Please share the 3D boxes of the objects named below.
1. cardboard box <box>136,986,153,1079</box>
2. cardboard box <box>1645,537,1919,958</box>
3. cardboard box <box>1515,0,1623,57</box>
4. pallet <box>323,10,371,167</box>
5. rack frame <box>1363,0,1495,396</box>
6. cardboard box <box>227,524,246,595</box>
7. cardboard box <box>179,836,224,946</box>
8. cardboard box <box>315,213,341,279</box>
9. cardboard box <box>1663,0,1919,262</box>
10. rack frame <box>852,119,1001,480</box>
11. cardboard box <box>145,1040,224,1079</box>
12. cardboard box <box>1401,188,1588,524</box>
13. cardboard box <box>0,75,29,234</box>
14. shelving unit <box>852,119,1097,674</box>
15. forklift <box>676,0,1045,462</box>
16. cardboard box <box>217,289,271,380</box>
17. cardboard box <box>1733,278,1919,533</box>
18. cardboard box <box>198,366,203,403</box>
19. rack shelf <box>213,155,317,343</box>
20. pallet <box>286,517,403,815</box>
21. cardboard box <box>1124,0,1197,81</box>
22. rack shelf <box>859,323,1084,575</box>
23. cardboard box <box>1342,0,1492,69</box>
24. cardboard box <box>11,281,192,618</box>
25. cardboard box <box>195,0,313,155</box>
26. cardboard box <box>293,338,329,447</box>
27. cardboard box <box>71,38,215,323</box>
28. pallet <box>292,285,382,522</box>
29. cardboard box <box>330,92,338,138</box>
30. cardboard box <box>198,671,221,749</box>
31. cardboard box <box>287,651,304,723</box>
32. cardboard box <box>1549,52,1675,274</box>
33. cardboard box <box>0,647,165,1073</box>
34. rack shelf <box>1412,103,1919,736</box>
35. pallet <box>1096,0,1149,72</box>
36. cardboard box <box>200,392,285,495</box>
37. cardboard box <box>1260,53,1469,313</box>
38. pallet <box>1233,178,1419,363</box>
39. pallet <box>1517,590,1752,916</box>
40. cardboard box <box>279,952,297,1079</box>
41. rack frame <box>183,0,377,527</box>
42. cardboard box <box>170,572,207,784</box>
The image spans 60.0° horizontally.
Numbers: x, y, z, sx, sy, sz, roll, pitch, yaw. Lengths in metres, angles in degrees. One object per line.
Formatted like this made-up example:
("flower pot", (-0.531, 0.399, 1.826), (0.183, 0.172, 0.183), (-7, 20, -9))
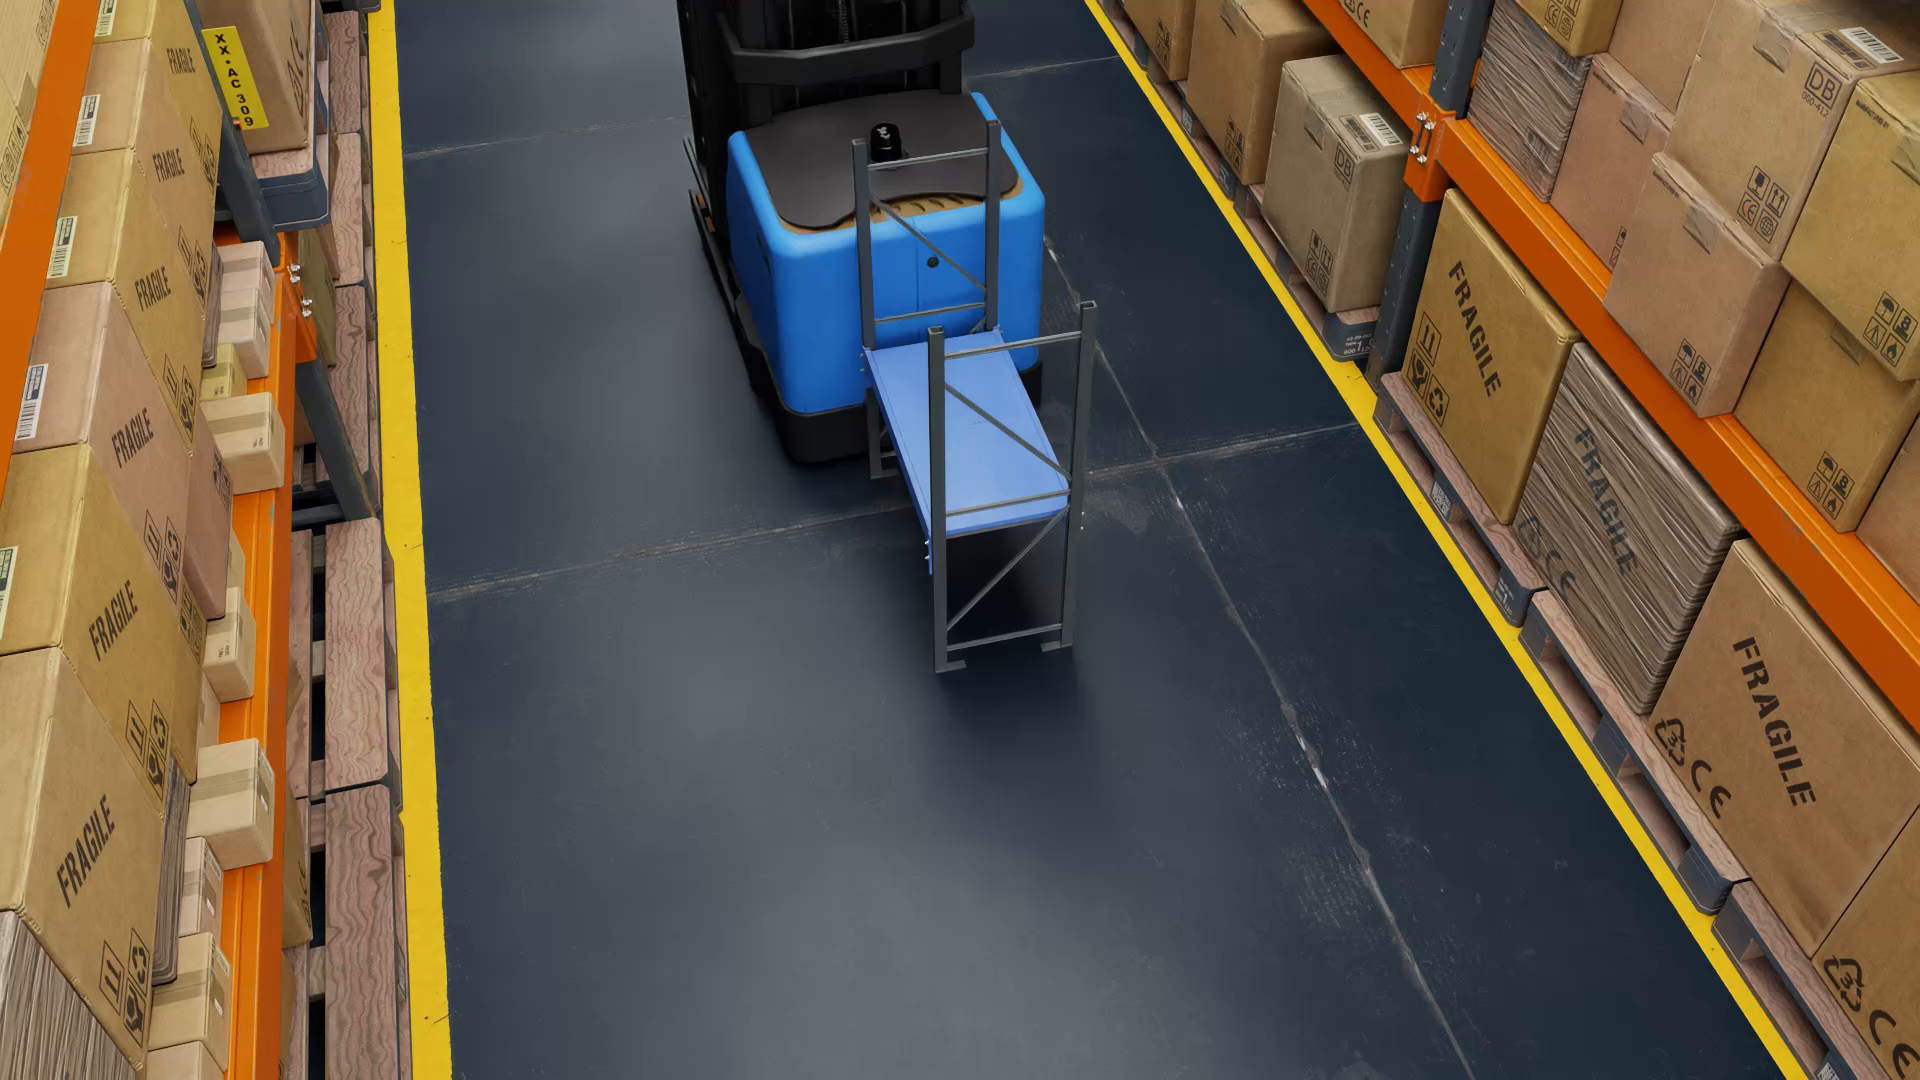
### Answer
("cardboard box", (-1.978, 0.976, 2.915), (0.875, 0.500, 0.500), (-11, 47, -10))
("cardboard box", (2.736, 0.519, 4.834), (0.875, 0.875, 0.875), (-11, 47, -11))
("cardboard box", (2.238, -1.945, 5.195), (0.875, 0.550, 0.550), (-11, 47, -10))
("pallet", (-3.469, -2.184, 8.243), (1.003, 0.211, 1.213), (-11, 47, -10))
("rack frame", (2.177, -1.776, 5.890), (1.000, 3.000, 0.127), (-11, 47, -10))
("cardboard box", (-2.032, 0.116, 4.212), (0.380, 0.149, 0.250), (-11, 47, -10))
("cardboard box", (-1.789, 0.809, 3.533), (0.380, 0.149, 0.250), (-11, 47, -10))
("cardboard box", (-3.028, -1.364, 6.929), (0.700, 0.500, 0.500), (-14, 47, -14))
("cardboard box", (2.497, -1.189, 4.454), (0.875, 0.550, 0.550), (-11, 47, -10))
("rack frame", (-0.108, -0.817, 6.001), (0.500, 1.500, 0.032), (-11, 47, -10))
("cardboard box", (-1.641, 1.150, 3.198), (0.380, 0.149, 0.250), (-11, 47, -10))
("cardboard box", (2.270, -0.732, 6.061), (0.875, 0.875, 0.875), (-10, 46, -10))
("cardboard box", (-1.892, -0.610, 2.753), (0.500, 0.250, 0.500), (-9, 46, -9))
("shelving unit", (0.022, -0.466, 5.657), (0.538, 1.500, 1.048), (-11, 47, -10))
("forklift", (-0.601, -2.401, 6.551), (1.130, 2.935, 3.031), (-13, 47, -12))
("cardboard box", (-2.250, -0.582, 4.896), (0.380, 0.149, 0.250), (-11, 47, -10))
("cardboard box", (2.703, -0.458, 4.494), (0.875, 0.550, 0.500), (-11, 47, -10))
("cardboard box", (-2.494, -0.404, 4.267), (0.875, 0.500, 0.500), (-11, 47, -10))
("rack shelf", (-3.156, -2.068, 6.680), (1.077, 0.370, 4.000), (-11, 47, -10))
("pallet", (-2.437, 0.495, 5.617), (1.003, 0.211, 1.213), (-11, 47, -10))
("cardboard box", (1.449, -2.857, 8.231), (1.050, 0.750, 0.750), (-10, 46, -10))
("rack shelf", (0.022, -0.340, 5.785), (0.538, 0.185, 1.000), (-11, 47, -10))
("cardboard box", (1.785, -2.122, 6.159), (0.500, 0.500, 0.500), (-11, 47, -11))
("cardboard box", (-1.881, -0.131, 3.300), (0.500, 0.500, 0.500), (-11, 47, -10))
("cardboard box", (-2.712, -1.870, 5.268), (1.000, 1.000, 1.000), (-10, 46, -10))
("cardboard box", (-2.780, -0.645, 6.224), (0.700, 0.500, 0.500), (-14, 47, -13))
("cardboard box", (-2.133, -0.822, 3.977), (0.500, 0.500, 0.500), (-11, 47, -10))
("pallet", (-2.844, -0.500, 6.592), (1.003, 0.211, 1.213), (-11, 47, -10))
("cardboard box", (-3.322, -2.140, 7.689), (0.700, 0.500, 0.500), (-14, 47, -14))
("cardboard box", (-1.945, 0.469, 3.866), (0.380, 0.149, 0.250), (-11, 47, -10))
("cardboard box", (-2.426, 0.467, 5.148), (0.500, 0.500, 0.500), (3, 46, 2))
("cardboard box", (2.446, -1.200, 5.221), (0.875, 0.550, 0.550), (-11, 47, -10))
("cardboard box", (-1.618, 0.558, 2.625), (0.500, 0.500, 0.500), (-11, 47, -10))
("rack shelf", (2.689, -0.143, 4.794), (1.077, 0.370, 4.000), (-11, 47, -10))
("pallet", (1.282, -3.003, 9.045), (1.003, 0.211, 1.213), (-11, 47, -10))
("cardboard box", (-2.072, -0.246, 4.567), (0.380, 0.149, 0.250), (-11, 47, -10))
("cardboard box", (1.931, -1.547, 6.947), (1.050, 0.750, 0.750), (-11, 47, -11))
("pallet", (1.907, -1.319, 7.394), (1.003, 0.211, 1.213), (-11, 47, -10))
("pallet", (2.612, 0.584, 5.530), (1.003, 0.211, 1.213), (-11, 47, -10))
("cardboard box", (-2.091, 1.275, 4.357), (0.500, 0.500, 0.500), (-7, 46, -7))
("rack frame", (-2.644, -0.939, 5.070), (1.000, 3.000, 0.127), (-11, 47, -10))
("cardboard box", (-2.181, 0.276, 3.601), (0.875, 0.500, 0.500), (-11, 47, -10))
